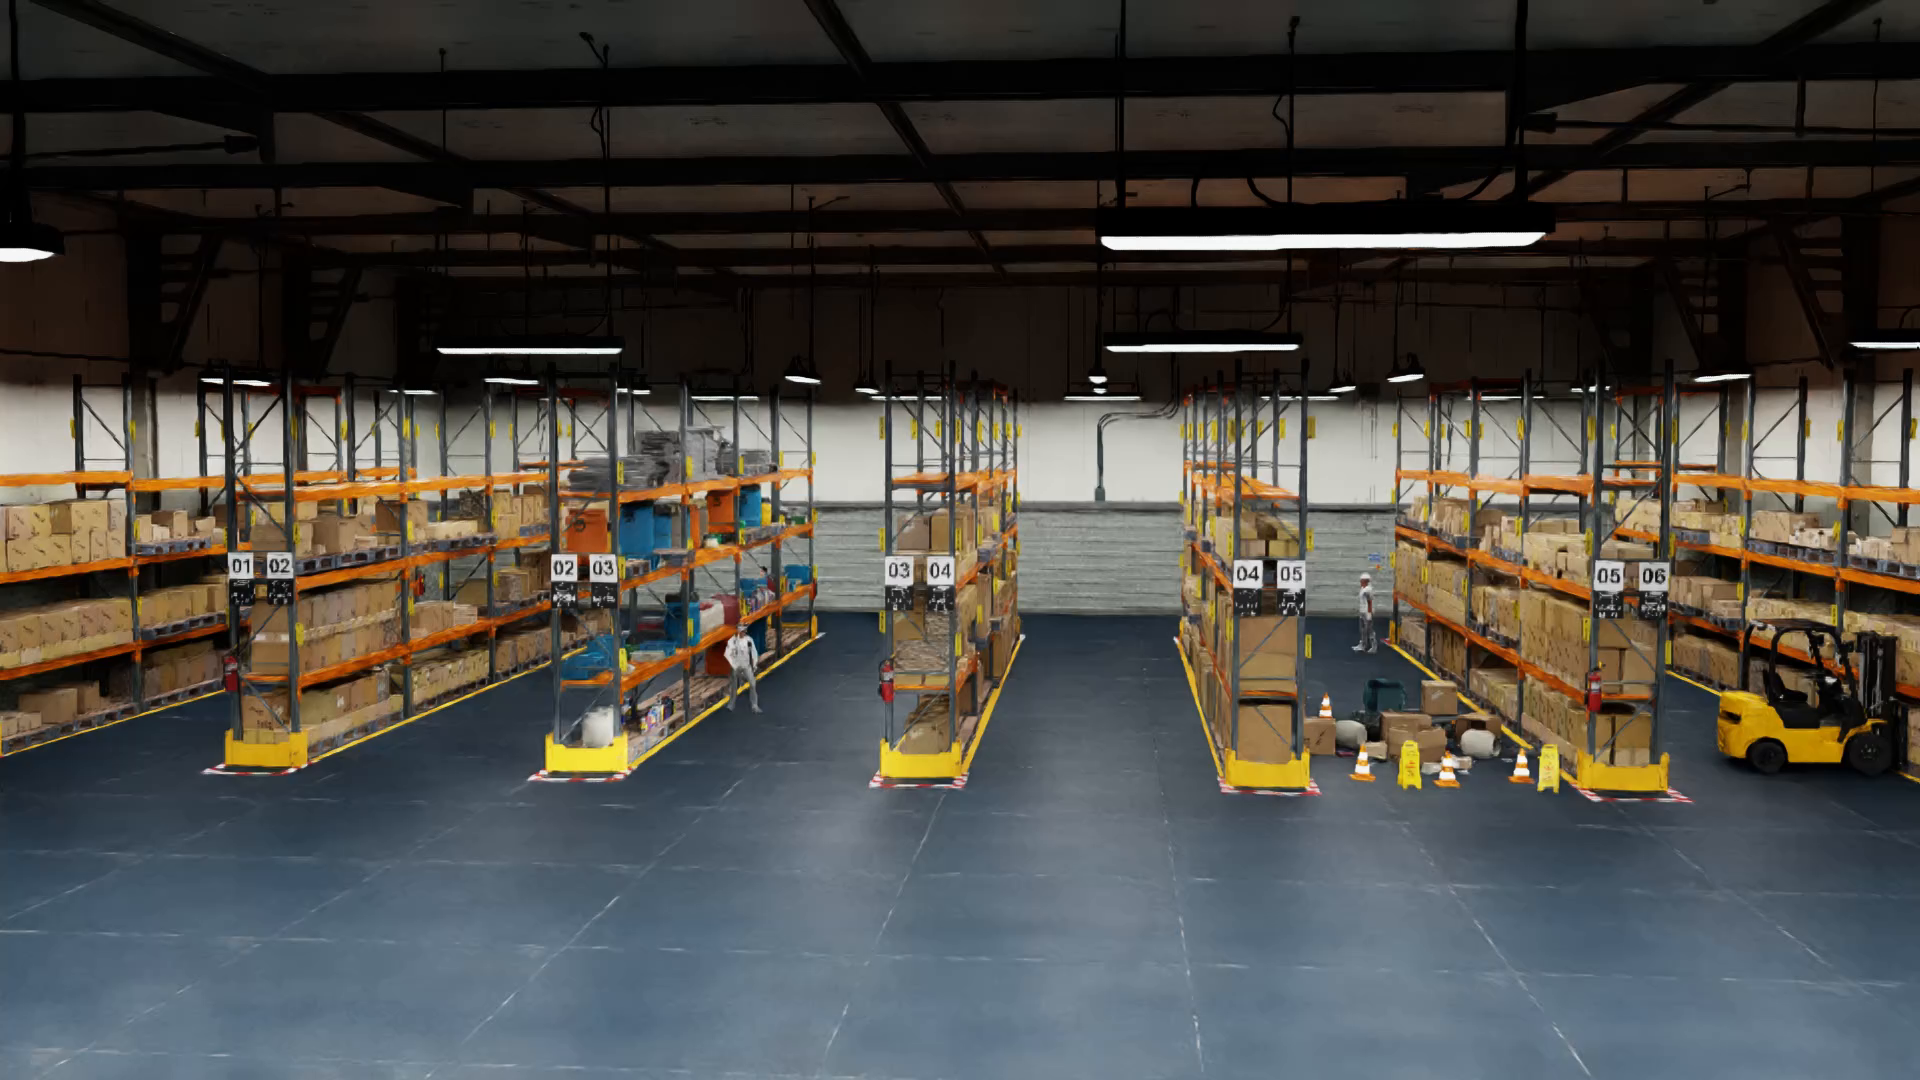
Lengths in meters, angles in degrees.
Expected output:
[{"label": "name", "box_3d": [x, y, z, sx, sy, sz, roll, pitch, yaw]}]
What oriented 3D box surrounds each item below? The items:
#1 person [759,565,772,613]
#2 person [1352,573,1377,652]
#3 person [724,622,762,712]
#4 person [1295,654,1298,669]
[{"label": "person", "box_3d": [-4.872, 1.440, 41.934, 0.491, 1.609, 0.955, 2, 4, 26]}, {"label": "person", "box_3d": [9.162, 1.631, 37.571, 0.491, 1.784, 0.648, 0, 4, 0]}, {"label": "person", "box_3d": [-3.882, 2.244, 29.600, 0.643, 1.612, 0.794, -1, 4, -13]}, {"label": "person", "box_3d": [6.985, 1.905, 34.794, 0.453, 1.599, 0.467, 3, 5, 37]}]
